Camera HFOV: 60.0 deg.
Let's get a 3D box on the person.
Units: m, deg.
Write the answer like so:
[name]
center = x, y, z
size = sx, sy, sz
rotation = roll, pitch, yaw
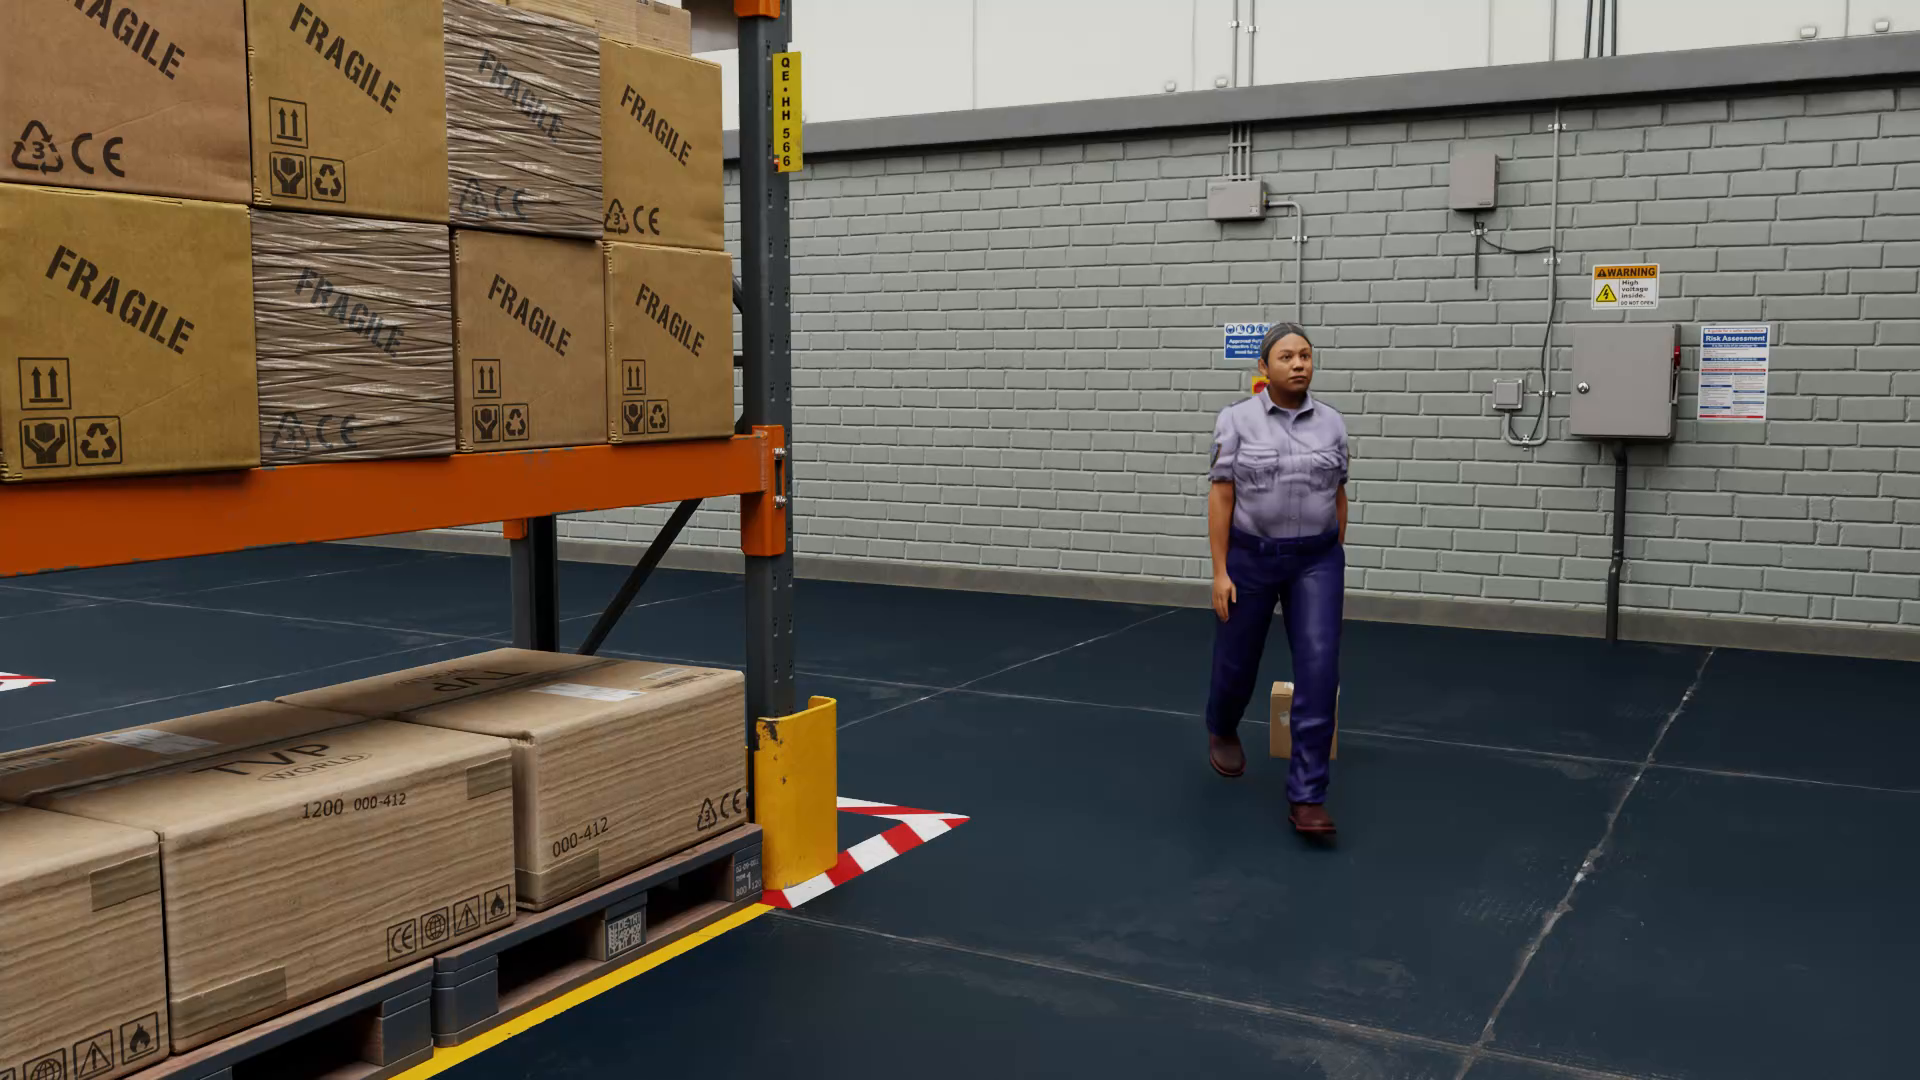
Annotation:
[person]
center = 1.043, 0.095, 5.487
size = 0.472, 1.609, 0.886
rotation = 0, 6, 0
